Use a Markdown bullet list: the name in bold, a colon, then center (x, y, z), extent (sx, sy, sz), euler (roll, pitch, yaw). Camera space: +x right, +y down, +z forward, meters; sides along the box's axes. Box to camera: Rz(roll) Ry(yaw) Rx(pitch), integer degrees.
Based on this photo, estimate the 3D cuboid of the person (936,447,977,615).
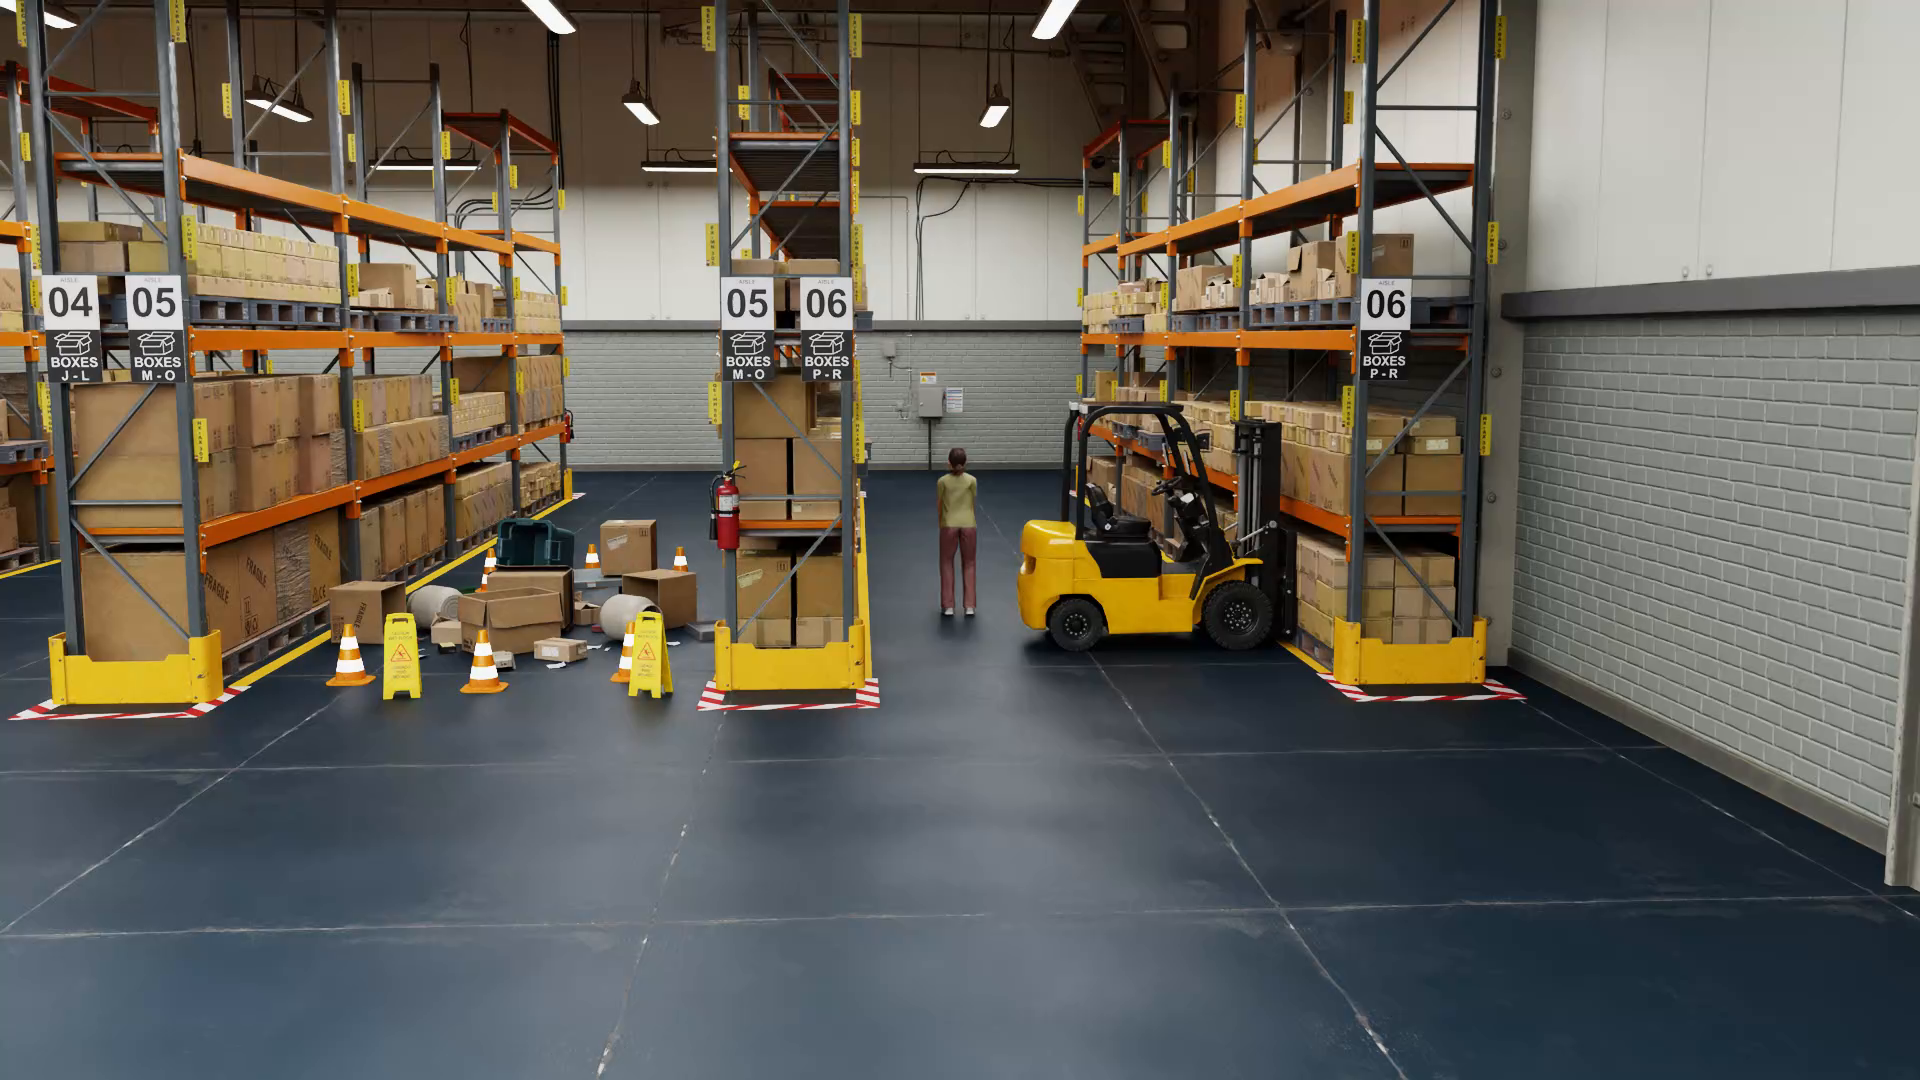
- **person**: center (-0.037, -0.098, 16.613), extent (0.406, 1.668, 0.517), euler (-1, 7, -7)
